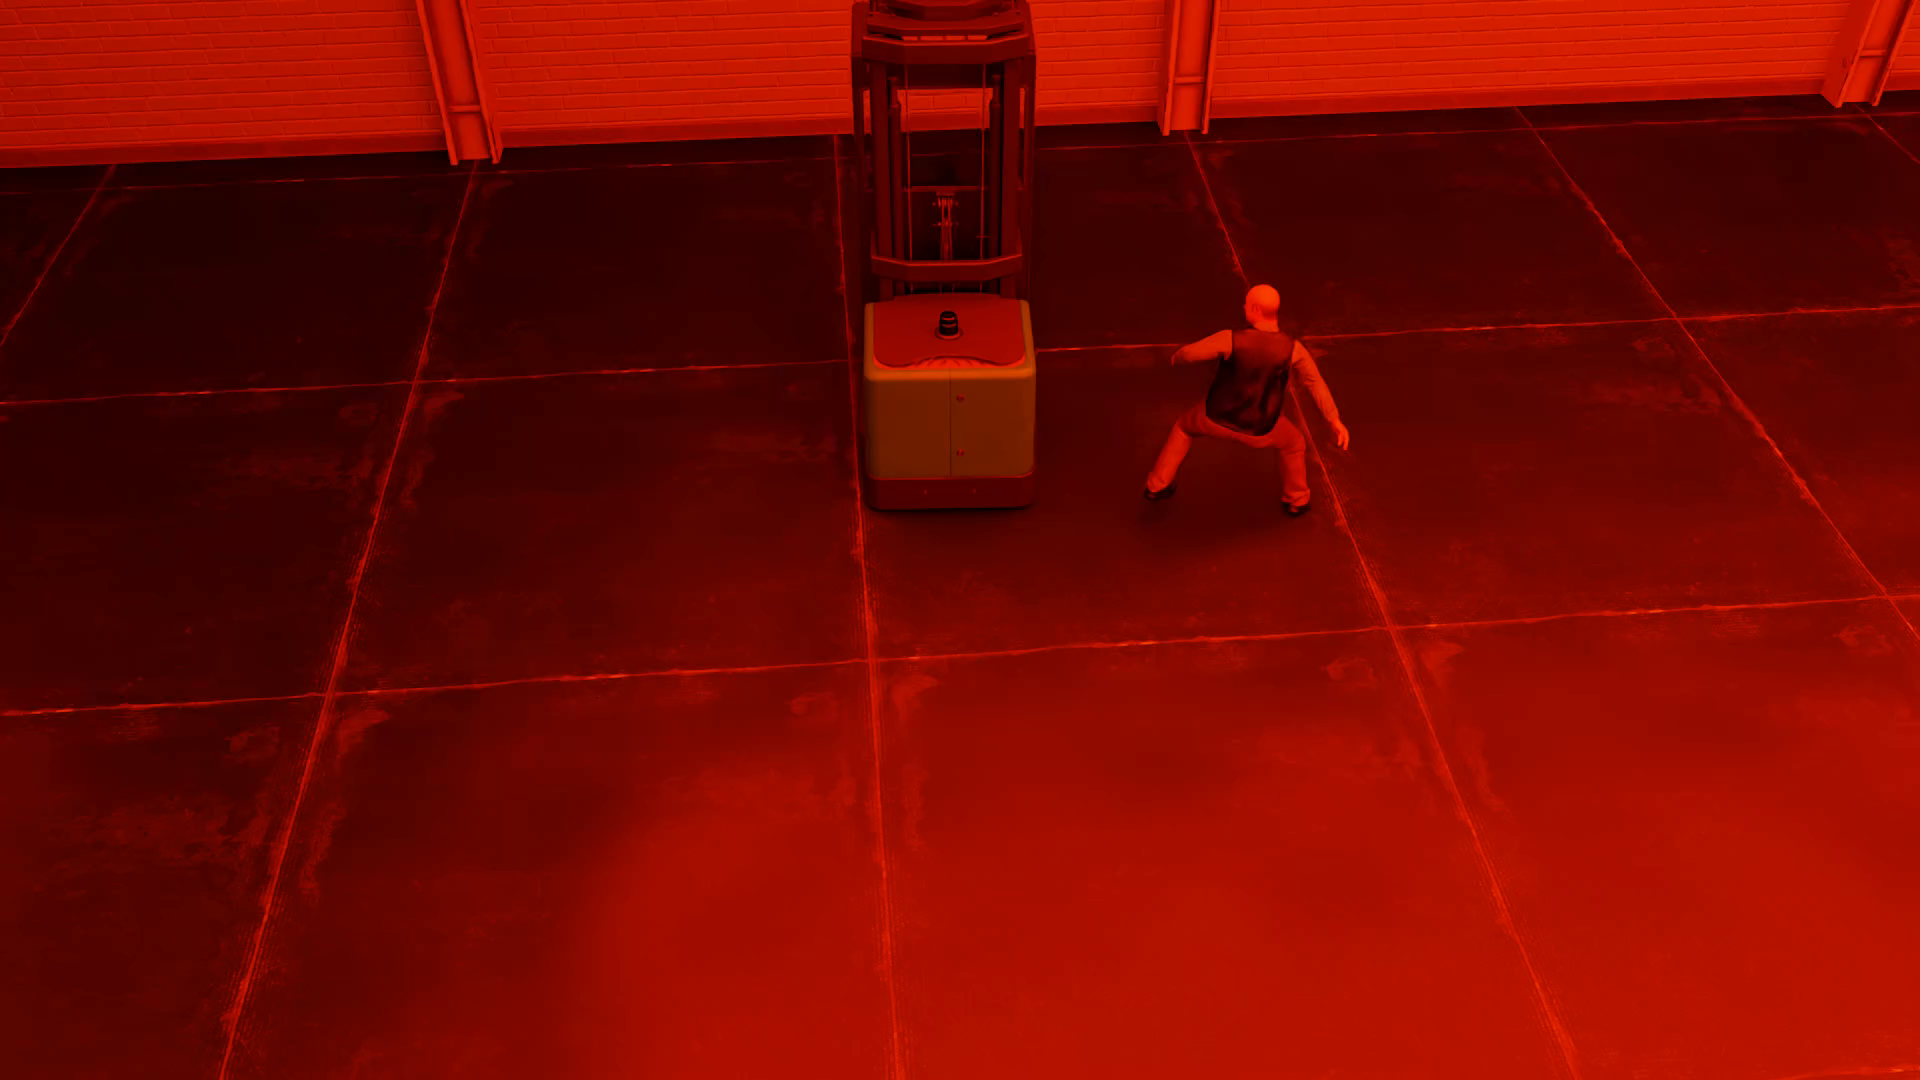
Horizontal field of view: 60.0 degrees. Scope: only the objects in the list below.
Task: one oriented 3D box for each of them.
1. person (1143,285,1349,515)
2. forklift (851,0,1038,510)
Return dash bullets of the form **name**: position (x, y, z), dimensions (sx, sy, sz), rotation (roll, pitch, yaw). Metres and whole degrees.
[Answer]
- **person**: position (1.754, -0.753, 9.935), dimensions (1.158, 1.643, 0.532), rotation (12, 42, 13)
- **forklift**: position (-0.105, -2.239, 10.556), dimensions (1.130, 2.935, 3.031), rotation (-1, 41, -1)
